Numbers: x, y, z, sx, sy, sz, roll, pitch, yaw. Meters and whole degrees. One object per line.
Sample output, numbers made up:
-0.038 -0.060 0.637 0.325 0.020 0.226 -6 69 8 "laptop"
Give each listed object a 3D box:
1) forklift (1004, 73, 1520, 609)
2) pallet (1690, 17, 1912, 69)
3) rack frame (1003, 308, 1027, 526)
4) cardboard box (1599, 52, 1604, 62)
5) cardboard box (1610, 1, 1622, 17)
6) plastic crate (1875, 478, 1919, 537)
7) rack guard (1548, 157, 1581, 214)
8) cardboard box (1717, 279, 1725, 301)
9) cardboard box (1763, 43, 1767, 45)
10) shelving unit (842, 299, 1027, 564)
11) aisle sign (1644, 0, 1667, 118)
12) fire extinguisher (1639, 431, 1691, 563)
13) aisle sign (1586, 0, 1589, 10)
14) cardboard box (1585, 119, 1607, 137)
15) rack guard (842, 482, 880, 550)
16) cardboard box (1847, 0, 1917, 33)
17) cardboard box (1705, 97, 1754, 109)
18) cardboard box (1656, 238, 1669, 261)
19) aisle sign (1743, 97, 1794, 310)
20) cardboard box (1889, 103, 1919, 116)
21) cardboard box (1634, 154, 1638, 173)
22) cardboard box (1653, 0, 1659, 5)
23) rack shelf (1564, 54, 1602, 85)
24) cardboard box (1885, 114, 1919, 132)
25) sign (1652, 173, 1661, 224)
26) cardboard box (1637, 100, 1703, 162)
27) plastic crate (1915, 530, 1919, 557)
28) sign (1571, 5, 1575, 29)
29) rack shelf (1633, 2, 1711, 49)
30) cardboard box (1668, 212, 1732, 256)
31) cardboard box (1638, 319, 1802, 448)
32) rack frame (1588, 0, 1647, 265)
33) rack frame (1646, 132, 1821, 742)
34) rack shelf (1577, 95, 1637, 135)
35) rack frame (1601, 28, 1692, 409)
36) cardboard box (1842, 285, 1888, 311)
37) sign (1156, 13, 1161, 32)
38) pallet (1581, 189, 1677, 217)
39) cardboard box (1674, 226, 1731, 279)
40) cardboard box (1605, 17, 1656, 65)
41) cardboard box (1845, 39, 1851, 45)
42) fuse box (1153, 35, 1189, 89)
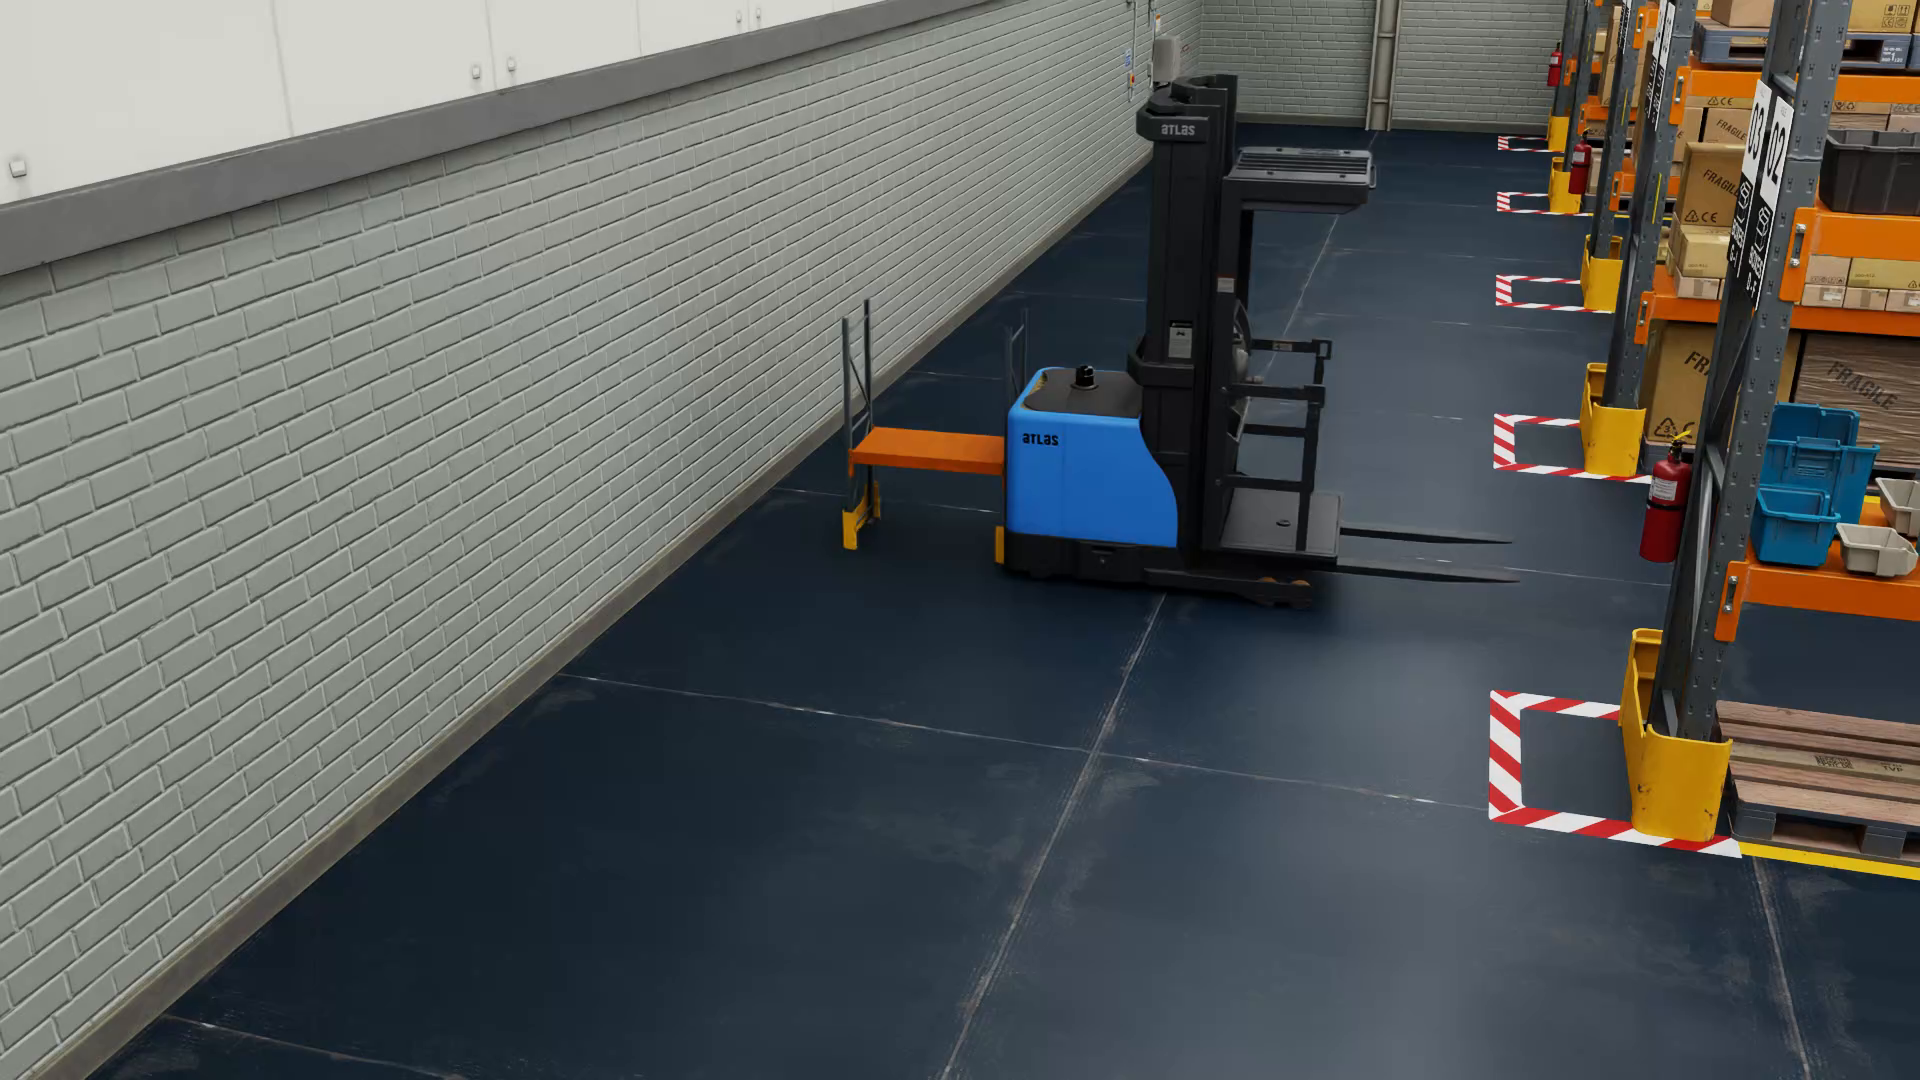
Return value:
1.843 -1.172 9.766 3.031 2.935 1.130 5 23 13 "forklift"
5.554 -3.326 11.089 1.213 0.211 1.003 7 23 15 "pallet"
0.344 -0.652 10.383 0.032 1.500 0.500 5 23 13 "rack frame"
9.626 -7.198 24.696 0.250 0.149 0.380 7 23 17 "cardboard box"
8.105 -6.499 20.358 0.250 0.149 0.380 7 23 16 "cardboard box"
4.243 -0.139 7.424 0.243 0.136 0.396 7 23 16 "plastic crate"
7.680 -4.503 21.089 0.348 0.500 1.175 7 23 16 "rack guard"
5.331 -1.754 11.424 0.250 0.149 0.380 6 23 15 "cardboard box"
7.866 -4.425 15.763 0.500 0.500 0.500 8 24 18 "cardboard box"
-0.159 -0.698 10.496 1.083 1.500 0.587 5 23 13 "shelving unit"
4.858 -3.376 11.622 0.004 0.787 0.394 7 23 16 "aisle sign"
3.397 -0.230 7.972 0.183 0.674 0.296 7 23 16 "fire extinguisher"
7.551 -6.762 19.877 0.004 0.787 0.394 7 23 16 "aisle sign"
9.692 -6.399 25.153 0.637 0.503 0.797 6 23 13 "cardboard box"
-0.643 -0.165 10.842 0.087 0.250 0.587 5 23 13 "rack guard"
5.858 -3.588 10.795 0.500 0.500 0.700 6 23 14 "cardboard box"
7.208 -4.295 15.447 0.500 0.500 0.500 7 23 17 "cardboard box"
6.774 -2.817 16.104 0.250 0.149 0.380 5 23 13 "cardboard box"
3.255 -1.359 6.706 0.004 0.787 0.394 7 23 16 "aisle sign"
8.689 -4.125 15.031 0.500 0.500 0.500 7 23 17 "cardboard box"
6.586 -3.576 15.868 0.250 0.149 0.380 6 23 15 "cardboard box"
6.882 -5.212 15.769 0.500 0.250 0.500 6 23 14 "cardboard box"
11.048 -6.909 24.608 4.000 0.370 1.077 7 23 16 "rack shelf"
8.682 -3.655 15.205 0.500 0.500 0.500 6 23 15 "cardboard box"
4.675 -2.292 11.161 0.005 0.325 0.100 7 23 16 "sign"
6.720 -3.882 15.757 0.500 0.500 0.500 8 24 18 "cardboard box"
4.182 0.012 6.930 0.300 0.233 0.416 7 23 16 "plastic crate"
8.977 -7.664 24.361 0.005 0.325 0.100 7 23 16 "sign"
8.285 -4.683 15.230 4.000 0.370 1.077 7 23 16 "rack shelf"
5.381 -2.168 11.908 0.500 0.250 0.500 6 23 15 "cardboard box"
5.477 -1.226 12.054 0.875 0.875 0.875 7 23 16 "cardboard box"
6.370 -3.847 16.197 0.127 3.000 1.000 7 23 16 "rack frame"
3.410 -0.257 7.443 0.127 3.000 1.000 7 23 16 "rack frame"
9.618 -5.105 20.210 4.000 0.370 1.077 7 23 16 "rack shelf"
4.841 -2.056 11.831 0.127 3.000 1.000 7 23 16 "rack frame"
6.070 -1.669 11.218 0.250 0.149 0.380 6 23 14 "cardboard box"
2.830 -7.398 23.766 0.001 0.242 0.339 7 23 16 "sign"
8.491 -4.307 20.993 1.213 0.211 1.003 7 23 16 "pallet"
5.222 -1.974 11.435 0.500 0.250 0.500 6 23 14 "cardboard box"
8.081 -6.010 20.019 0.500 0.500 0.500 6 23 14 "cardboard box"
10.518 -5.737 19.355 0.500 0.500 0.500 6 23 15 "cardboard box"
3.045 -6.418 24.161 0.414 1.711 0.539 7 23 16 "fuse box"
